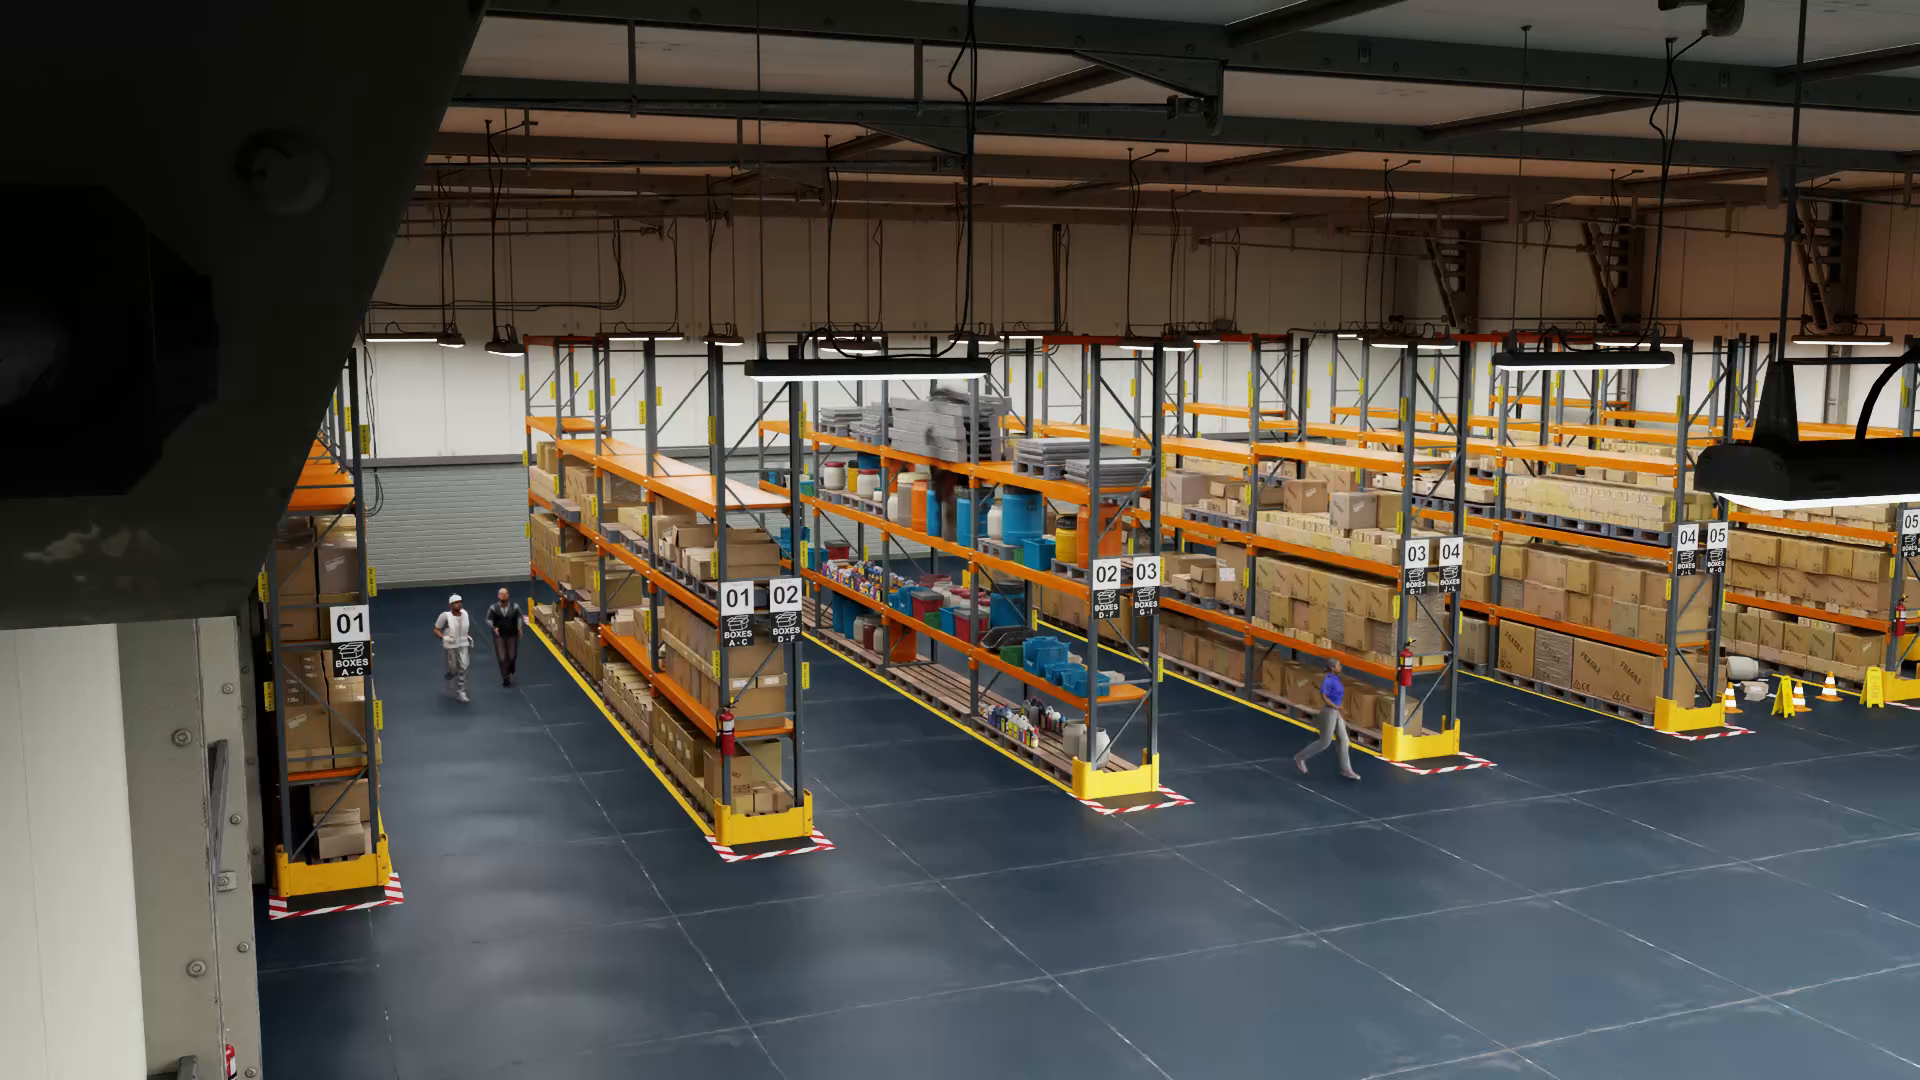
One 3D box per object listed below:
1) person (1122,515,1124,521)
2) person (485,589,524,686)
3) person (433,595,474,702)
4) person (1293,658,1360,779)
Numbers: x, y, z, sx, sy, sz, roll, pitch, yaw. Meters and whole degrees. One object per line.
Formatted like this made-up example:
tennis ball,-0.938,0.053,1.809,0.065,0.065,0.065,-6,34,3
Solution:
person,3.851,0.212,39.774,0.555,1.662,0.610,-2,8,-17
person,-7.900,1.675,28.893,0.661,1.682,0.585,-2,8,-17
person,-8.415,1.791,27.711,0.674,1.770,0.745,-7,10,-41
person,5.169,2.452,23.112,0.925,1.623,0.663,4,9,28
